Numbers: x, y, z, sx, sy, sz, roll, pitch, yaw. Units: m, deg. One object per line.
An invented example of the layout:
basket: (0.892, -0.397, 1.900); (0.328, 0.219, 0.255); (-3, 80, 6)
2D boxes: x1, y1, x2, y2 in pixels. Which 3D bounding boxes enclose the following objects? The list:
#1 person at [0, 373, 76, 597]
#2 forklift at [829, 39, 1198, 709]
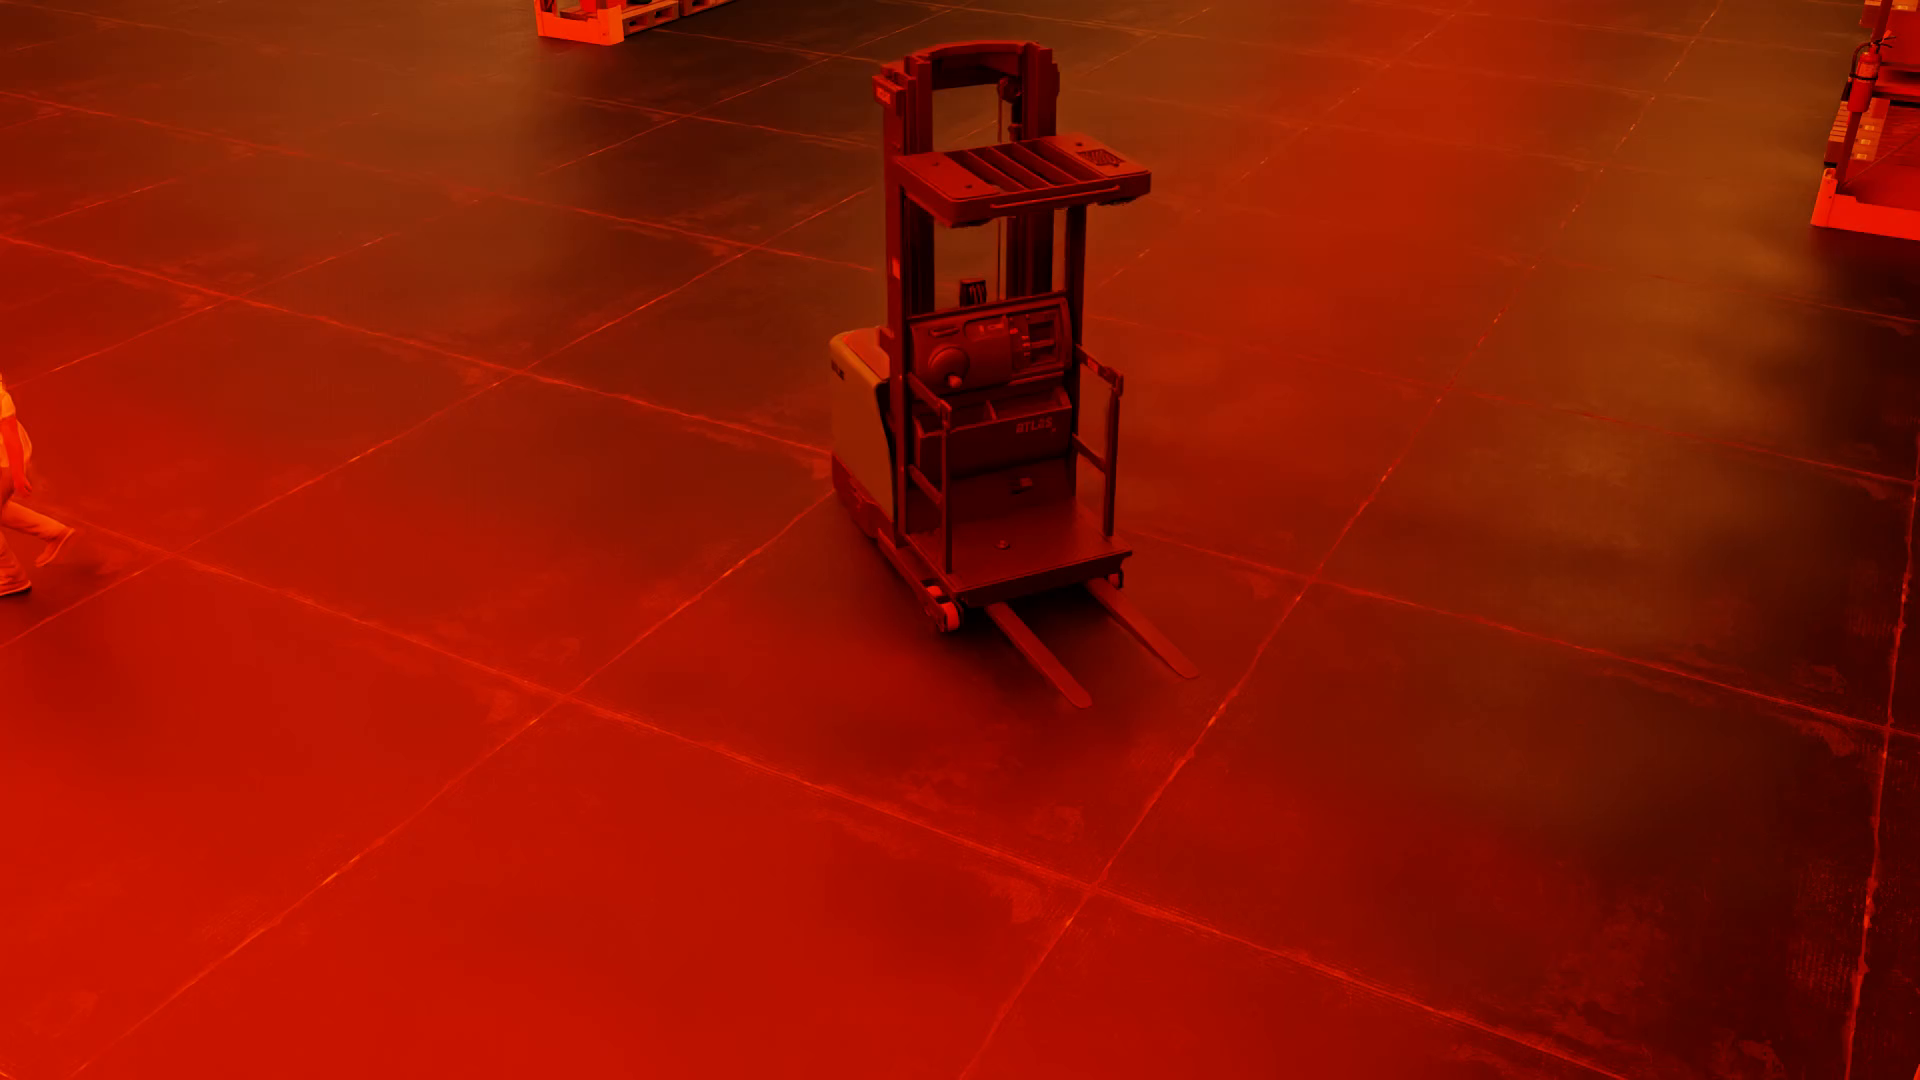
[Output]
person: (-5.348, -0.425, 9.140); (0.576, 1.610, 0.642); (-11, 32, -18)
forklift: (0.268, -1.009, 8.819); (1.130, 2.935, 3.031); (-13, 32, -21)
